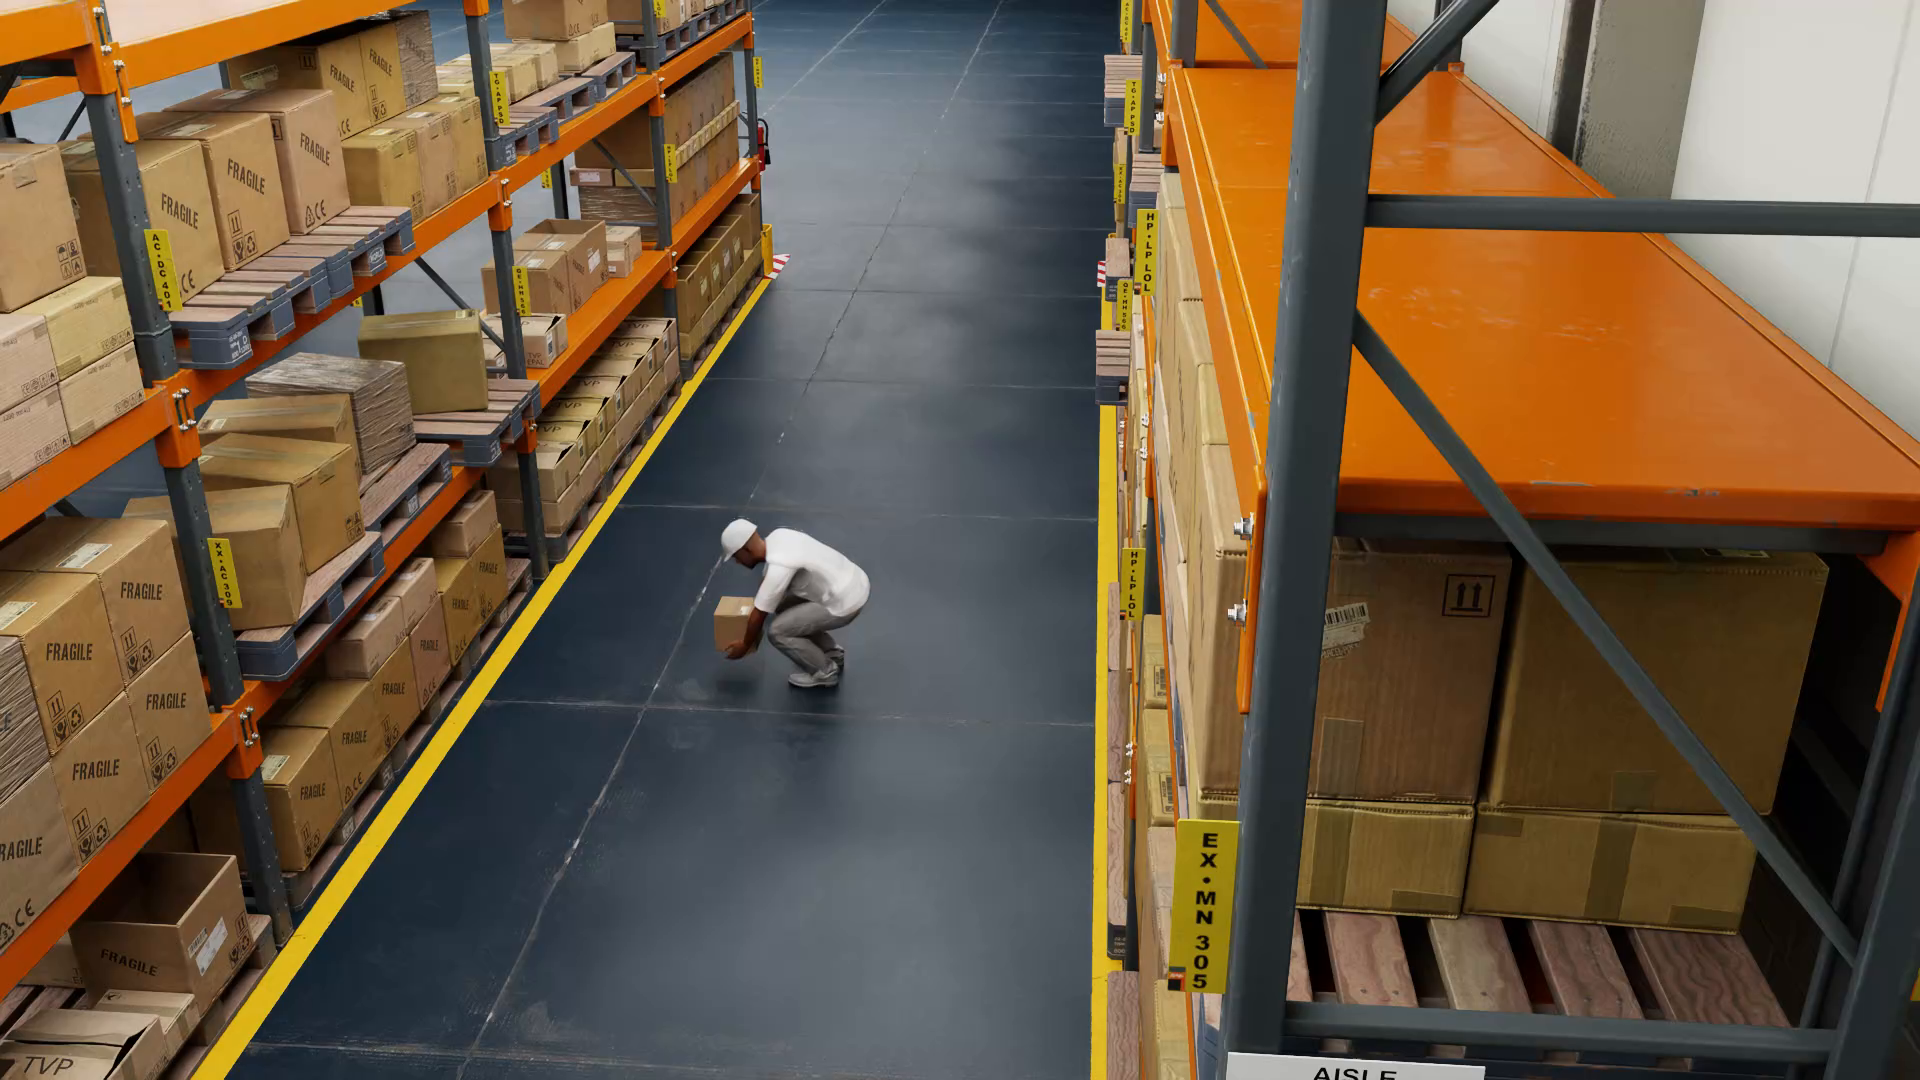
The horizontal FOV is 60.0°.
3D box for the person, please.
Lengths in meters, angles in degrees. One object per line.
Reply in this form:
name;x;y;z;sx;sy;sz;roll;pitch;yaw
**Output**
person;-0.993;0.366;10.043;0.882;1.053;0.591;2;24;4
